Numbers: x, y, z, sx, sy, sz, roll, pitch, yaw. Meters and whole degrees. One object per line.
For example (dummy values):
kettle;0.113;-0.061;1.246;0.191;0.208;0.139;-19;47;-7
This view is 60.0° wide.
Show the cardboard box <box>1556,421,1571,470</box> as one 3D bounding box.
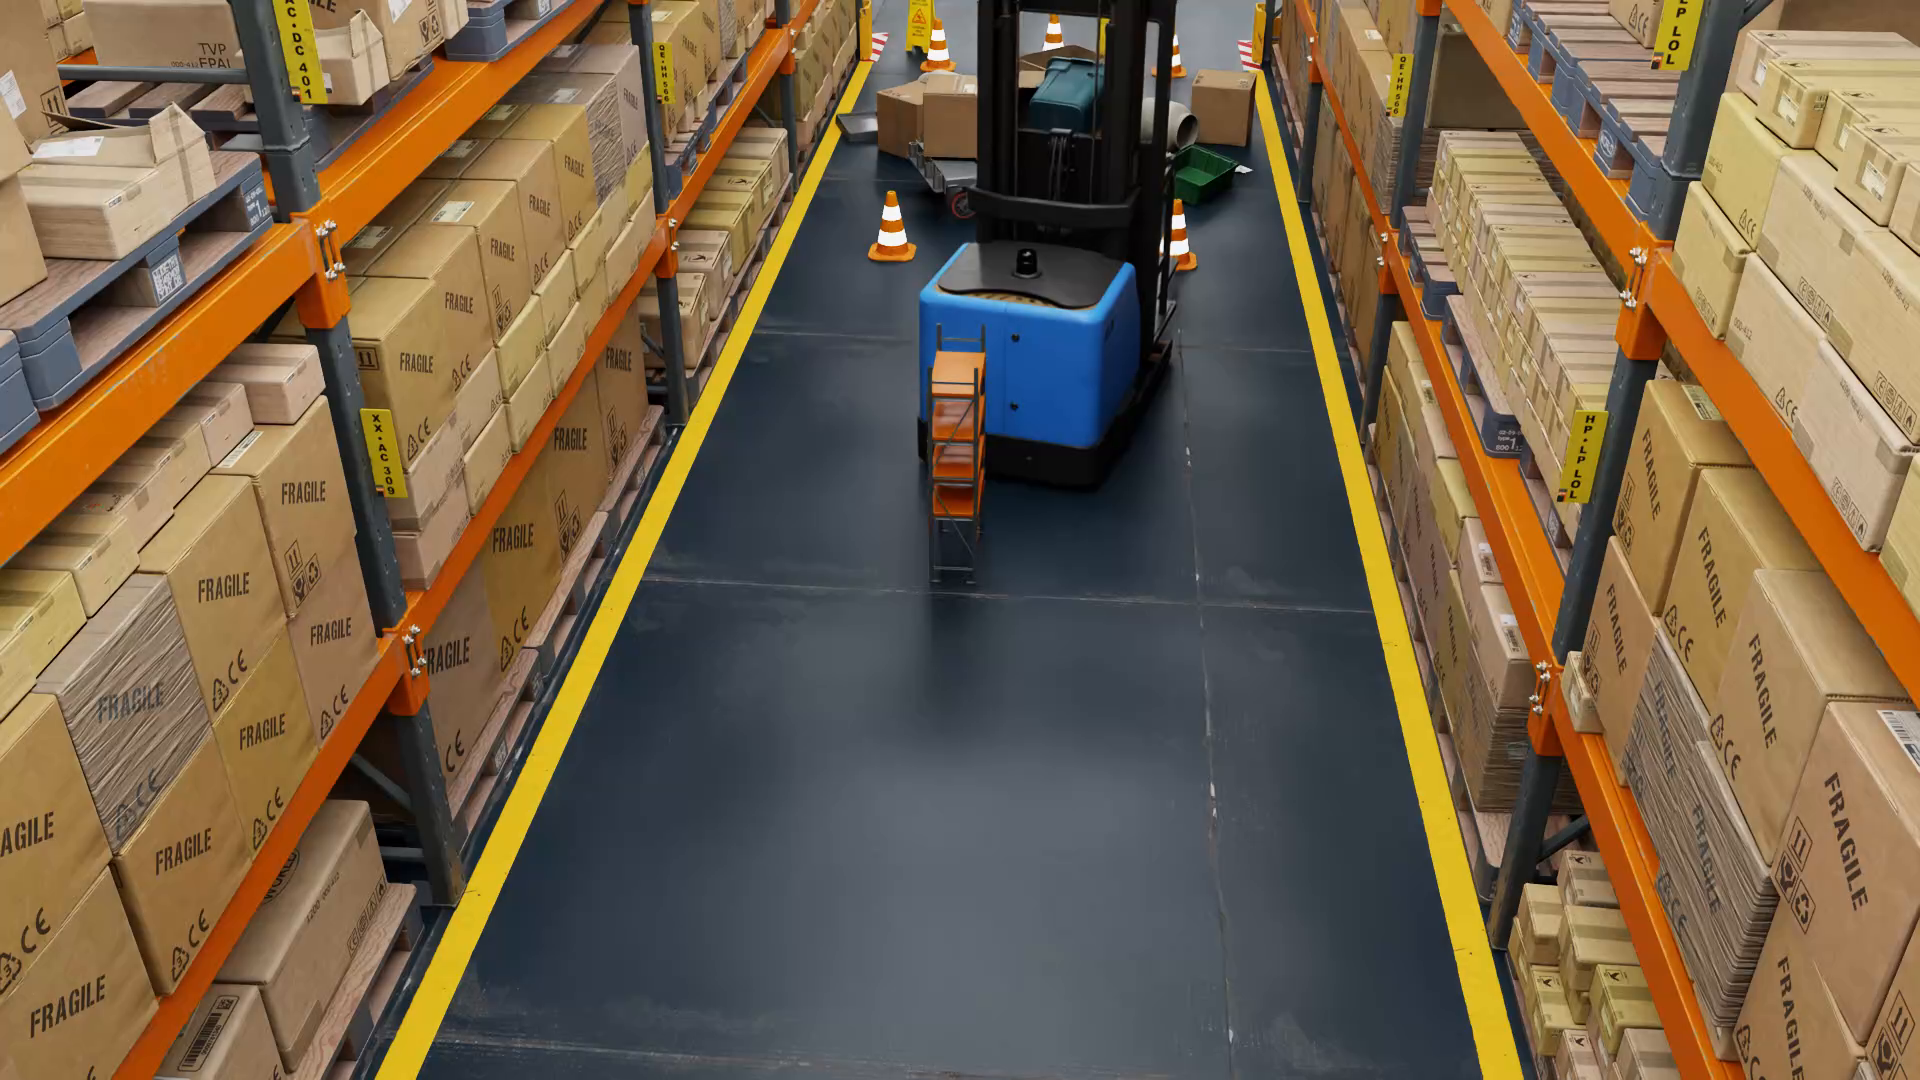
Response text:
cardboard box;2.357;-0.296;5.928;0.380;0.149;0.250;3;32;4

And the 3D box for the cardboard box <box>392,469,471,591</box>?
cardboard box;-2.142;-0.057;6.127;0.500;0.250;0.500;2;32;3

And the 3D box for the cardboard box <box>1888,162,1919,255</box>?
cardboard box;2.150;-0.653;3.378;0.380;0.149;0.250;1;32;2

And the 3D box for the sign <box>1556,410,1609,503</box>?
sign;1.948;-0.258;5.207;0.100;0.325;0.005;2;32;4

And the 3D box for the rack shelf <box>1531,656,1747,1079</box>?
rack shelf;2.338;1.608;3.967;1.077;0.370;4.000;2;32;4

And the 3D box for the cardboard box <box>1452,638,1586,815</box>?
cardboard box;2.310;0.744;6.666;0.500;0.500;0.500;2;32;3

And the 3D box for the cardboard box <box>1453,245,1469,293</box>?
cardboard box;2.525;-1.259;7.773;0.380;0.149;0.250;4;32;6

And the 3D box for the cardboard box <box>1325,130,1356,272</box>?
cardboard box;3.109;-2.315;11.392;1.050;0.750;0.750;2;32;4

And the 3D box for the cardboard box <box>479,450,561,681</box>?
cardboard box;-2.404;0.023;7.478;0.875;0.875;0.875;3;32;5

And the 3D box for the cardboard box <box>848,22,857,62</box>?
cardboard box;-1.263;-4.739;15.801;0.500;0.250;0.500;2;32;4

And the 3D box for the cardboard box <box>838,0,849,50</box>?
cardboard box;-1.308;-4.801;15.188;0.500;0.500;0.500;4;32;6

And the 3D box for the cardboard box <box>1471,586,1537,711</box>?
cardboard box;2.310;0.422;6.473;0.500;0.250;0.500;2;32;3

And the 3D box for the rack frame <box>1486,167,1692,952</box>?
rack frame;2.501;0.256;5.475;1.000;3.000;0.127;2;32;4

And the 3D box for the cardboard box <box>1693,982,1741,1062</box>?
cardboard box;2.093;1.188;4.202;0.380;0.149;0.250;4;32;6

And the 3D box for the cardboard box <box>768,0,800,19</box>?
cardboard box;-1.444;-4.130;12.831;0.380;0.149;0.250;2;32;4

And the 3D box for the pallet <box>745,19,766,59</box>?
pallet;-1.996;-3.610;11.932;1.003;0.211;1.213;2;32;4

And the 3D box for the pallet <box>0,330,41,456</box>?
pallet;-2.620;-0.078;3.243;1.003;0.211;1.213;2;32;4

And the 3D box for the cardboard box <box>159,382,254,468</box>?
cardboard box;-2.278;-0.339;4.774;0.380;0.149;0.250;3;32;5

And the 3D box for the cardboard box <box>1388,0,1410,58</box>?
cardboard box;2.953;-3.071;9.825;0.700;0.500;0.500;2;32;3

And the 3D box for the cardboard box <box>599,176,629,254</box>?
cardboard box;-1.939;-1.610;8.171;0.500;0.250;0.500;2;32;3

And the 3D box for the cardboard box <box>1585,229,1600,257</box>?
cardboard box;3.202;-1.365;7.945;0.380;0.149;0.250;3;32;5

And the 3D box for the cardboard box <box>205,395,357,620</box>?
cardboard box;-2.204;-0.112;5.024;0.500;0.500;0.500;2;32;4

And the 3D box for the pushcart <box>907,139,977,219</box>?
pushcart;0.487;-2.898;13.093;1.648;0.377;0.936;-8;33;-13

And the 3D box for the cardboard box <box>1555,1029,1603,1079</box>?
cardboard box;2.161;1.739;5.386;0.380;0.149;0.250;2;32;4

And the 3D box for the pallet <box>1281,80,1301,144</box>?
pallet;3.389;-3.774;14.672;1.003;0.211;1.213;2;32;4

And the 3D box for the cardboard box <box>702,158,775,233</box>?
cardboard box;-1.885;-2.495;12.044;0.950;0.372;0.625;4;32;7

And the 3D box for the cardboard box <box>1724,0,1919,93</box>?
cardboard box;2.642;-1.435;4.866;0.700;0.500;0.500;3;32;4

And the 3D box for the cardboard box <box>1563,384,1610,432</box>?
cardboard box;2.360;-0.428;5.857;0.380;0.149;0.250;2;32;3

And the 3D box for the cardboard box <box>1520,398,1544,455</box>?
cardboard box;2.400;-0.429;6.426;0.380;0.149;0.250;1;32;1

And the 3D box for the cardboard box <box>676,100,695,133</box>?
cardboard box;-1.778;-2.515;9.811;0.380;0.149;0.250;0;32;1

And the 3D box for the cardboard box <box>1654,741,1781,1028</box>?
cardboard box;2.100;0.856;4.123;0.500;0.500;0.500;2;32;3

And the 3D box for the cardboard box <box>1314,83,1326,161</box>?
cardboard box;3.274;-3.527;13.239;0.875;0.875;0.875;3;32;5

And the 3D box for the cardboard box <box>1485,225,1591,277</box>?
cardboard box;2.491;-1.240;7.175;0.380;0.149;0.250;3;32;5

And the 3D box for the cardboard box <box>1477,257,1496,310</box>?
cardboard box;2.484;-1.116;7.258;0.380;0.149;0.250;2;32;4

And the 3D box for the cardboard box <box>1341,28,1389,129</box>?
cardboard box;2.716;-2.915;10.526;0.500;0.500;0.500;3;32;5

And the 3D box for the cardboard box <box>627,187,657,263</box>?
cardboard box;-1.897;-1.655;8.719;0.500;0.250;0.500;1;32;2

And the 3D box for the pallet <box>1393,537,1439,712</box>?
pallet;2.660;0.397;7.905;1.003;0.211;1.213;2;32;4

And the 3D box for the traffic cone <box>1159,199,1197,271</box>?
traffic cone;1.538;-2.210;11.895;0.336;0.463;0.334;2;32;4

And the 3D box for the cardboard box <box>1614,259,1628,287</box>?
cardboard box;3.158;-1.218;7.423;0.380;0.149;0.250;2;32;4

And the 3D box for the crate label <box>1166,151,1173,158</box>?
crate label;1.610;-3.126;13.692;0.298;0.136;0.250;-20;37;-29

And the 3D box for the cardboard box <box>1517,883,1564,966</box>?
cardboard box;2.153;1.340;5.749;0.380;0.149;0.250;4;32;6

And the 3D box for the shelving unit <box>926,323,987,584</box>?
shelving unit;-0.013;-0.424;8.295;0.258;1.200;0.503;2;32;4

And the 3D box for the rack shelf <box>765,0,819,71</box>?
rack shelf;-1.626;-4.825;14.406;1.077;0.370;4.000;2;32;4

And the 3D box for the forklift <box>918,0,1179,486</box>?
forklift;0.709;-2.304;9.695;1.130;2.935;3.031;10;33;15

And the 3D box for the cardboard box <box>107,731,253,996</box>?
cardboard box;-2.286;0.841;4.430;0.500;0.500;0.500;2;32;3

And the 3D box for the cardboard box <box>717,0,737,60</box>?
cardboard box;-1.727;-3.379;10.595;0.500;0.500;0.500;1;32;2

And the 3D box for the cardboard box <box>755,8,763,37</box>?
cardboard box;-1.580;-3.603;11.577;0.380;0.149;0.250;2;32;3

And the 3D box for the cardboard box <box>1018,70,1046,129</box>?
cardboard box;0.849;-3.656;14.074;0.797;0.637;0.503;2;32;4

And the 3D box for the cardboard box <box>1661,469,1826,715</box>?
cardboard box;2.195;0.159;4.302;0.500;0.500;0.500;2;32;2

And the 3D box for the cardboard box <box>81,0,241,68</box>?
cardboard box;-2.578;-1.790;5.621;0.500;0.311;0.500;2;32;4

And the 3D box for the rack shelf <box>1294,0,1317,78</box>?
rack shelf;3.315;-4.666;14.149;1.077;0.370;4.000;2;32;4

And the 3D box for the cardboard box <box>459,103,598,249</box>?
cardboard box;-1.977;-1.653;7.524;0.500;0.500;0.500;2;32;4

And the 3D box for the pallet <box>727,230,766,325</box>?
pallet;-1.948;-1.852;11.553;1.003;0.211;1.213;2;32;4

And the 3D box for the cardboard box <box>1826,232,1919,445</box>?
cardboard box;2.123;-0.405;3.356;0.500;0.250;0.500;3;32;5

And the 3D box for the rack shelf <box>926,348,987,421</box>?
rack shelf;-0.013;-0.759;8.089;0.258;0.148;0.480;2;32;4
